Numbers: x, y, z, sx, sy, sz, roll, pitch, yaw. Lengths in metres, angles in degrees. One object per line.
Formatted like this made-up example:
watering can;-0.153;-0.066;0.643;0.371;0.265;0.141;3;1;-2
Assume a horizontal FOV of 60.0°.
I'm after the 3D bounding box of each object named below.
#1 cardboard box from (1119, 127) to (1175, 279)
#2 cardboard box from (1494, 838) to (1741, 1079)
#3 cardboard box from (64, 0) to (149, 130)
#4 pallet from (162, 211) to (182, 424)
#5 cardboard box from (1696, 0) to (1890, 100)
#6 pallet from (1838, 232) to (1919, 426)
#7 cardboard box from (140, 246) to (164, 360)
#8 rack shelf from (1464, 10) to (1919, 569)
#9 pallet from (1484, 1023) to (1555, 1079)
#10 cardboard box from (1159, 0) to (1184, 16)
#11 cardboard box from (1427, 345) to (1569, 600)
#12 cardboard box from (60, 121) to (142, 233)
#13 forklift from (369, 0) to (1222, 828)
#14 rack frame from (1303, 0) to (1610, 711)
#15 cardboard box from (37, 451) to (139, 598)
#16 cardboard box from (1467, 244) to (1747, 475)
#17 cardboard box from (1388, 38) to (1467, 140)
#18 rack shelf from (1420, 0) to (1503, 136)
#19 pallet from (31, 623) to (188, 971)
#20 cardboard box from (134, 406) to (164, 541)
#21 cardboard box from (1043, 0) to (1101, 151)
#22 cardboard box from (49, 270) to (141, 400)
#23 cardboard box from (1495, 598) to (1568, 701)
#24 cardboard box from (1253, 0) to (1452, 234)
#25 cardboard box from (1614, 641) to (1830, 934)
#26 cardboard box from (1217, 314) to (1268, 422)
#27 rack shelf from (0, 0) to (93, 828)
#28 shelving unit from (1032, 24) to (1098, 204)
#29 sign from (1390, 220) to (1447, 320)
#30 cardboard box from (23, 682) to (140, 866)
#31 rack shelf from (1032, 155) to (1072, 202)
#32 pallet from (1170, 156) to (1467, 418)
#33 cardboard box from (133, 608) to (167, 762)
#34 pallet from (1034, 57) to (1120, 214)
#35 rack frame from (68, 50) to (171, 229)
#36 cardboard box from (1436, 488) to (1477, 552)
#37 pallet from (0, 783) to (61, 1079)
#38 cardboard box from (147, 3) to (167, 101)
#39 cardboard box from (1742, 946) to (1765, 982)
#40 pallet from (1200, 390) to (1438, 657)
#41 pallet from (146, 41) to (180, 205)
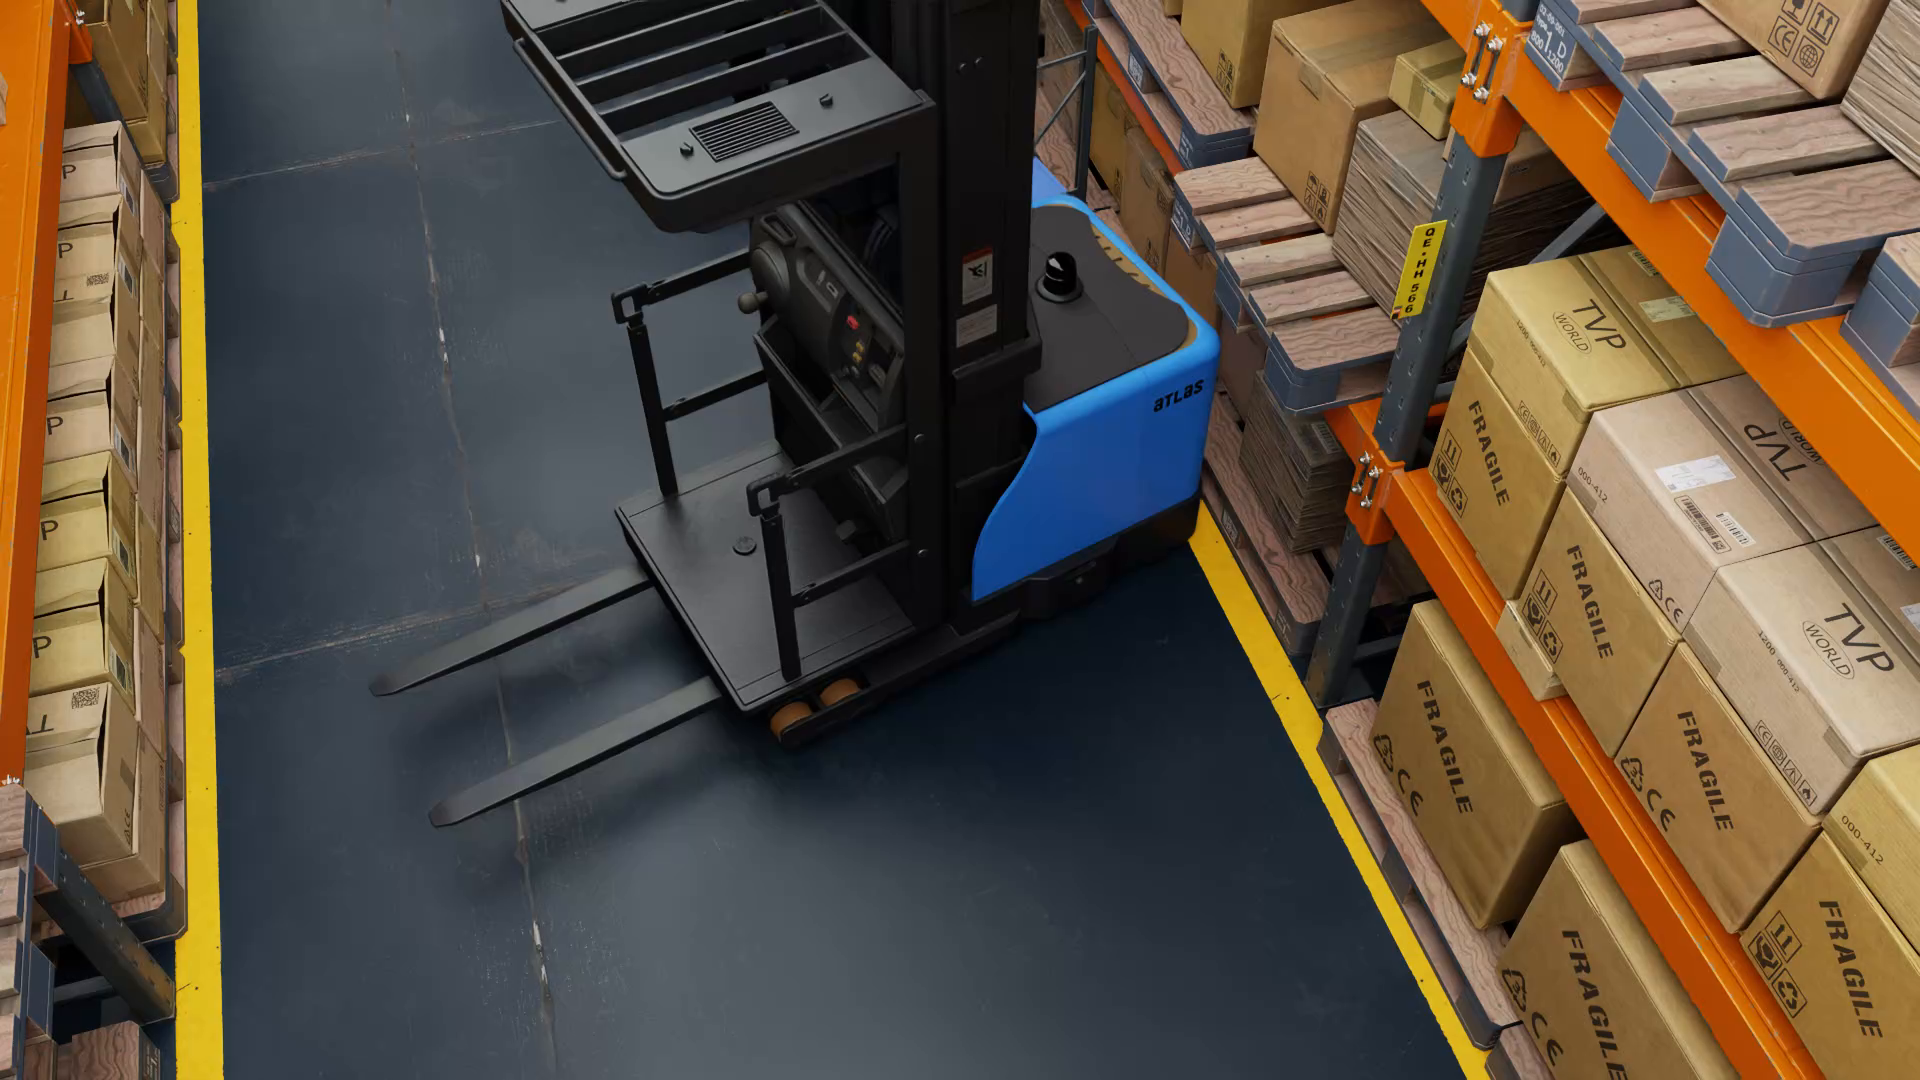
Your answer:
cardboard box;1.117;-1.483;7.175;0.700;0.500;0.500;-13;51;-11
cardboard box;2.099;1.259;4.648;0.750;0.750;0.750;-14;51;-11
cardboard box;-3.999;-2.206;7.471;0.500;0.500;0.500;-13;51;-11
pallet;-3.905;-0.877;7.141;1.003;0.211;1.213;-13;51;-11
cardboard box;1.949;-1.313;3.370;0.700;0.500;0.500;-17;52;-14
pallet;2.328;-0.138;2.856;1.003;0.211;1.213;-11;51;-9
cardboard box;-3.613;-0.947;6.900;0.500;0.250;0.500;-14;51;-12
rack shelf;2.345;0.219;2.902;1.077;0.370;4.000;-13;51;-11
pallet;2.272;1.874;4.821;1.003;0.211;1.213;-13;51;-11
cardboard box;1.071;-2.339;6.197;0.700;0.500;0.500;-7;50;-6
cardboard box;1.653;-0.229;4.498;0.500;0.500;0.500;-12;51;-10
cardboard box;-3.767;-1.504;7.003;0.500;0.311;0.500;-13;51;-11
forklift;-0.604;-0.677;5.193;3.031;2.935;1.130;-25;54;-20
rack frame;1.753;-0.507;5.005;1.000;3.000;0.127;-13;51;-11
cardboard box;-3.164;-0.018;5.750;0.500;0.311;0.500;-15;51;-12
cardboard box;1.650;-0.472;4.212;0.500;0.250;0.500;-12;51;-10
cardboard box;1.514;-1.367;4.953;0.380;0.149;0.250;-21;53;-17
rack shelf;1.162;-2.702;5.365;1.077;0.370;4.000;-13;51;-11
pallet;-3.184;0.905;5.639;1.003;0.211;1.213;-13;51;-11
cardboard box;-3.312;-0.202;6.272;0.500;0.250;0.500;-12;51;-10
cardboard box;0.804;-2.231;7.805;0.700;0.500;0.500;-12;51;-10
cardboard box;-3.462;-0.761;6.376;0.500;0.311;0.500;-13;51;-11
cardboard box;1.694;0.260;4.510;0.380;0.149;0.250;-12;51;-10
cardboard box;1.414;-1.424;5.425;0.700;0.500;0.500;-18;52;-14
cardboard box;1.944;0.519;3.868;0.500;0.500;0.500;-14;51;-11
cardboard box;1.449;-0.759;6.565;0.700;0.500;0.500;-13;51;-11
rack shelf;-3.569;-0.613;5.565;1.077;0.370;4.000;-13;51;-11
shelving unit;0.045;-1.682;6.976;0.538;1.500;1.048;-23;53;-18
sign;1.238;-0.725;4.483;0.100;0.325;0.005;-13;51;-11
cardboard box;-2.852;0.737;5.113;0.500;0.311;0.500;-12;51;-10
rack shelf;0.045;-1.566;7.114;0.538;0.185;1.000;-23;53;-18
pallet;1.441;-0.941;5.497;1.213;0.211;1.003;-13;51;-11
cardboard box;-3.001;0.551;5.637;0.500;0.250;0.500;-15;51;-12
pallet;0.802;-1.961;8.055;1.003;0.211;1.213;-13;51;-11
rack frame;-4.160;-2.305;6.521;1.000;3.000;0.127;-13;51;-11
cardboard box;1.630;-0.139;4.847;0.380;0.149;0.250;-14;51;-12
pallet;-2.710;1.157;3.728;1.213;0.211;1.003;-13;51;-11
cardboard box;-4.151;-2.328;8.064;0.500;0.250;0.500;-13;51;-11
cardboard box;2.094;0.978;3.904;0.380;0.149;0.250;-13;51;-11
pallet;1.524;-0.179;6.553;1.003;0.211;1.213;-13;51;-11
pallet;-4.356;-1.997;8.085;1.003;0.211;1.213;-13;51;-11
